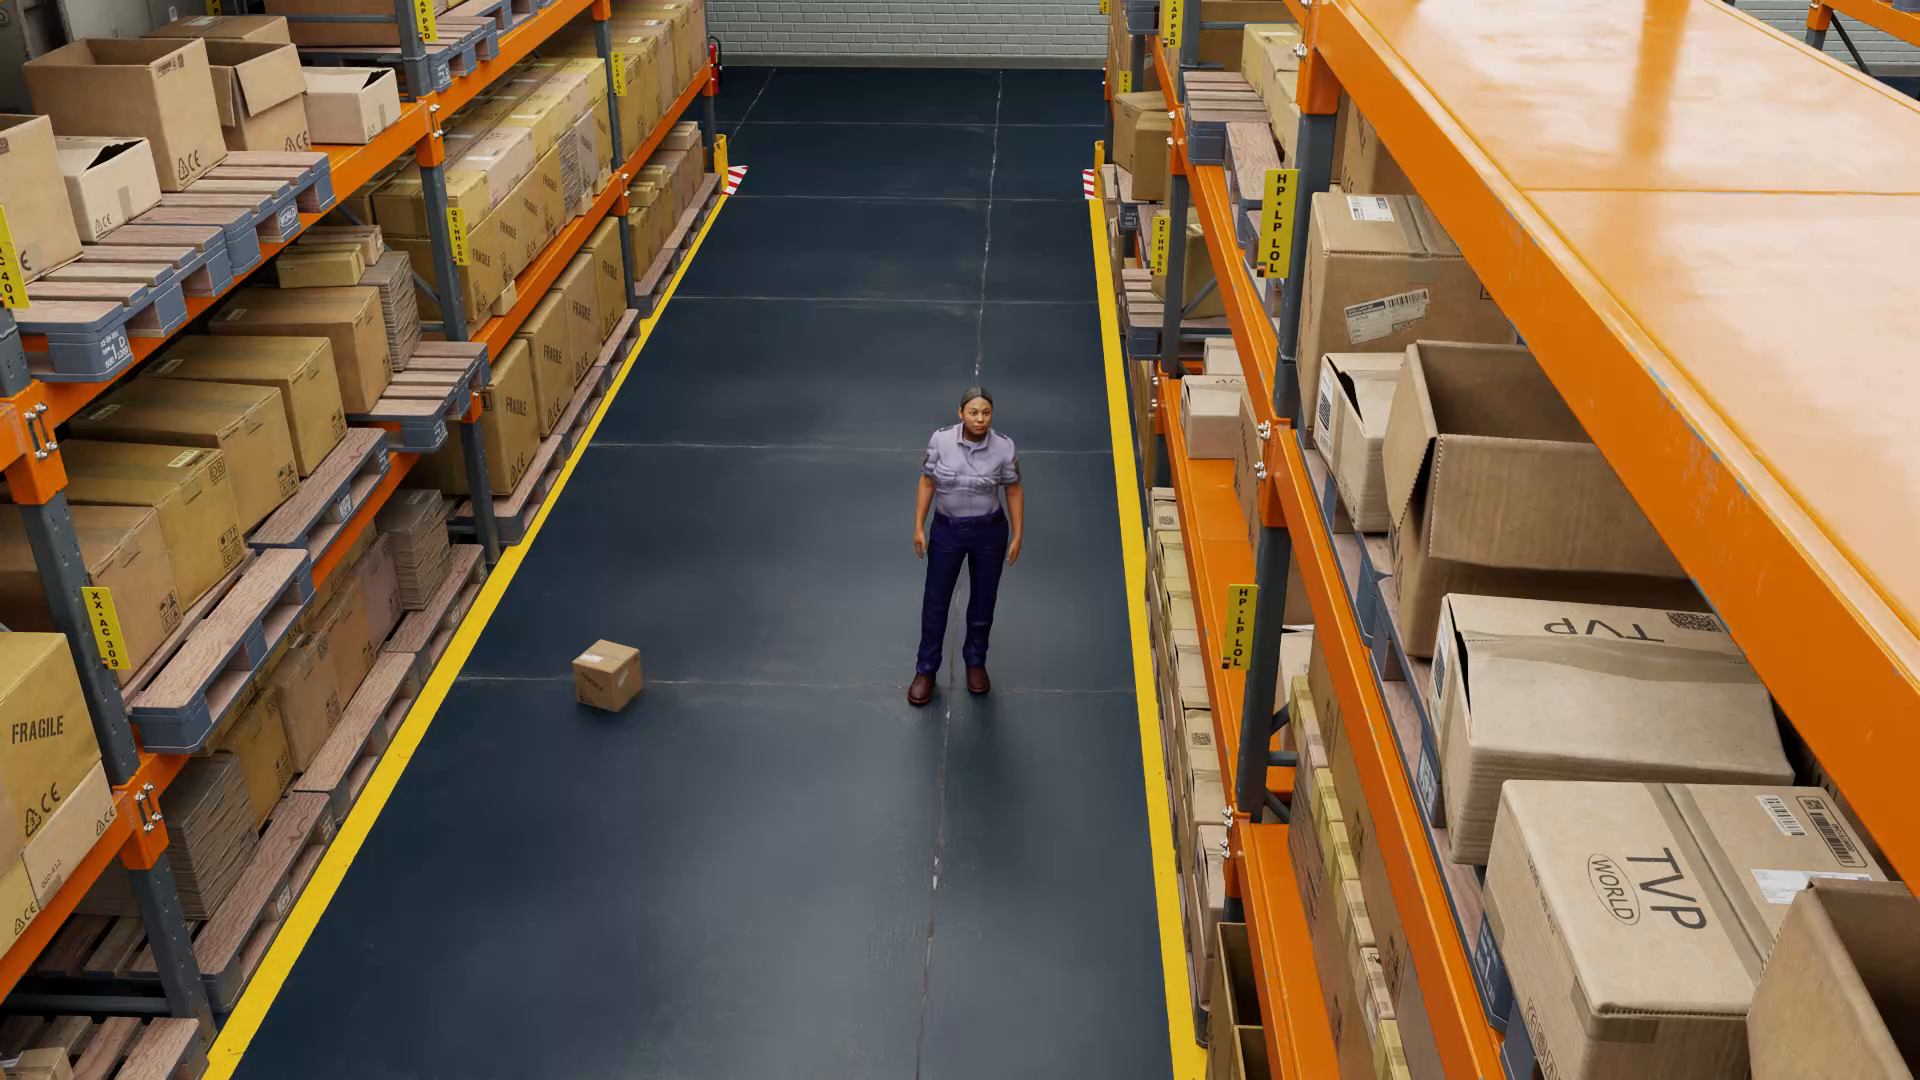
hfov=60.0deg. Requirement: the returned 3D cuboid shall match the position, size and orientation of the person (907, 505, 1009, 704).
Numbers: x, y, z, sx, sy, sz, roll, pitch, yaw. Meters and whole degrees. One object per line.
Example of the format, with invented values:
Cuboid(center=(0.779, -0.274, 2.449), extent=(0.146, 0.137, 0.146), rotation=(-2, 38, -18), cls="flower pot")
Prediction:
Cuboid(center=(-0.011, 0.303, 8.706), extent=(0.525, 1.032, 0.500), rotation=(1, 28, 1), cls="person")
